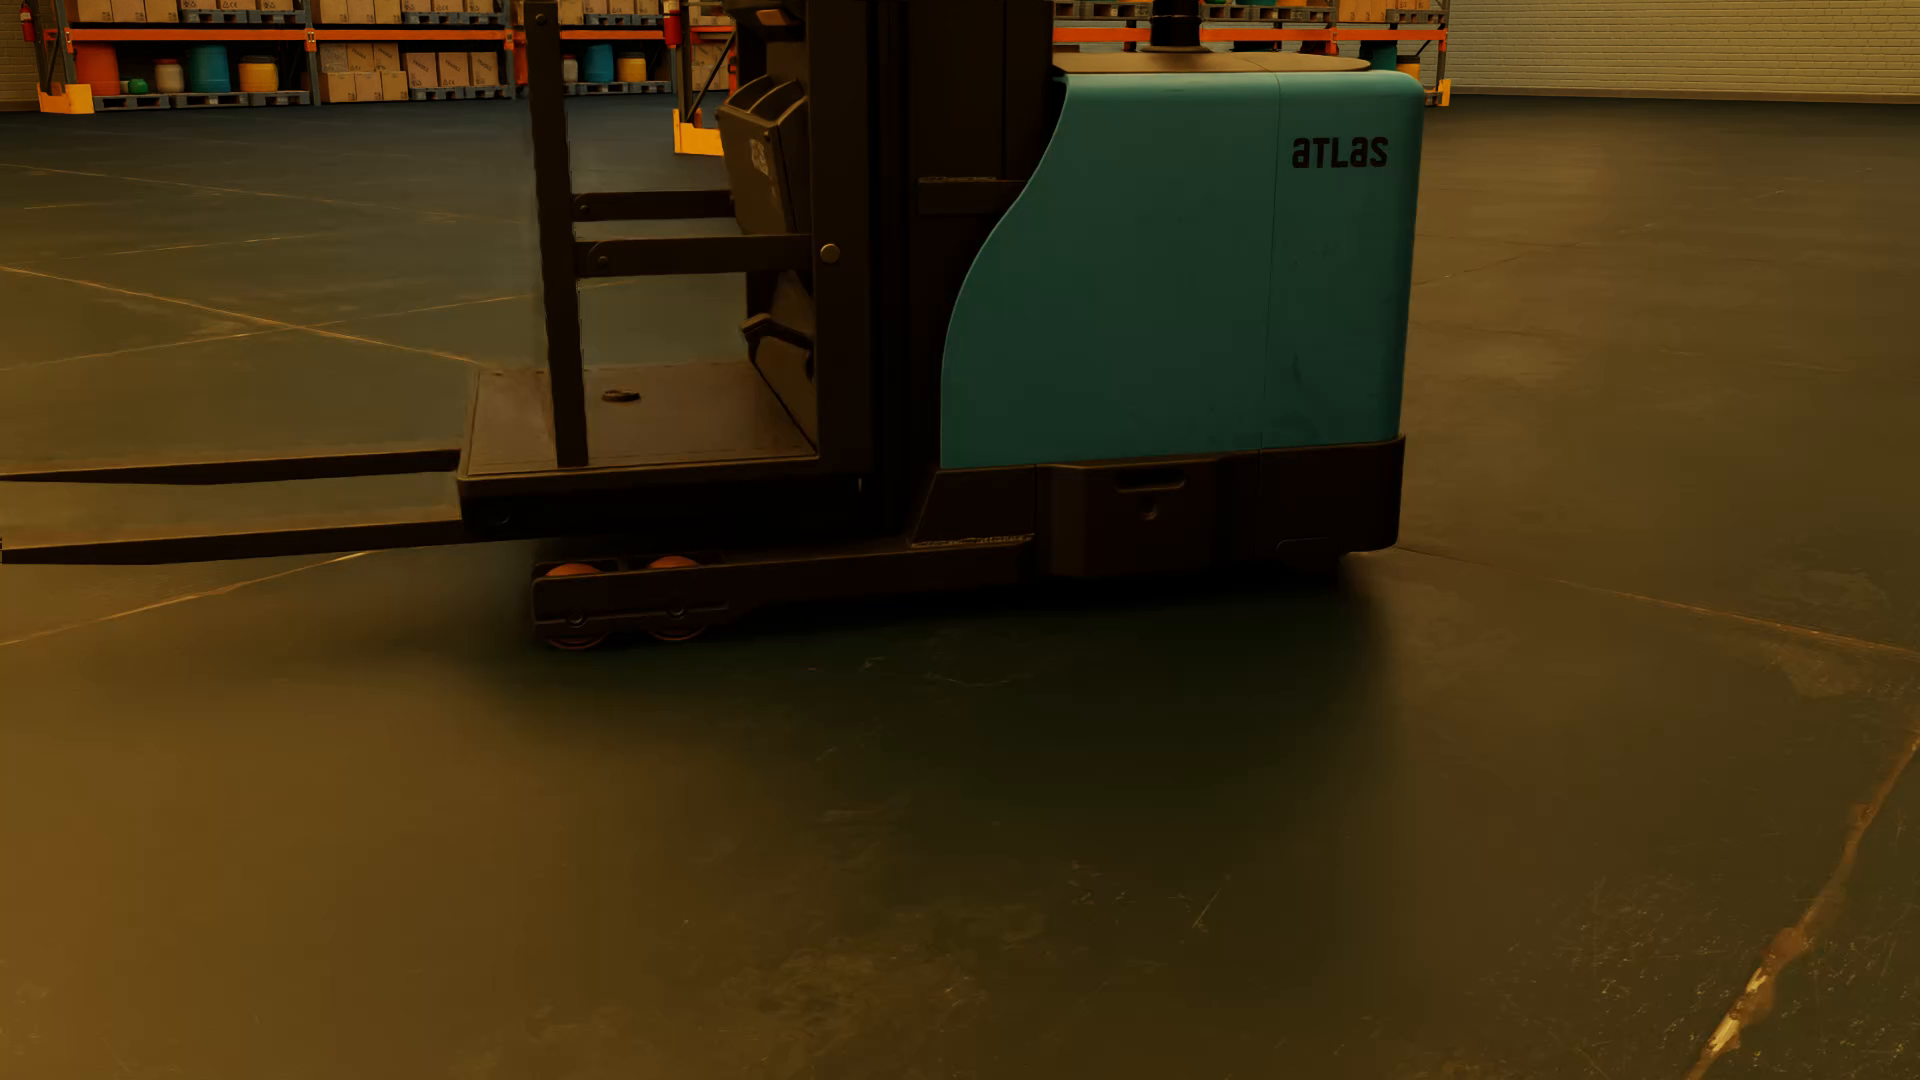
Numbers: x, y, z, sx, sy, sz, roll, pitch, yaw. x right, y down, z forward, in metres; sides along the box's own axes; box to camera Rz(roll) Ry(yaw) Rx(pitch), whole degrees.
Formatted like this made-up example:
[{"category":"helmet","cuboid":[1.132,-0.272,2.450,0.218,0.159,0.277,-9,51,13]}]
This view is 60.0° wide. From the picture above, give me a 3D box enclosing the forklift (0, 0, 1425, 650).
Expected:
[{"category":"forklift","cuboid":[-0.602,-1.357,3.367,3.031,2.935,1.130,-4,17,-14]}]
